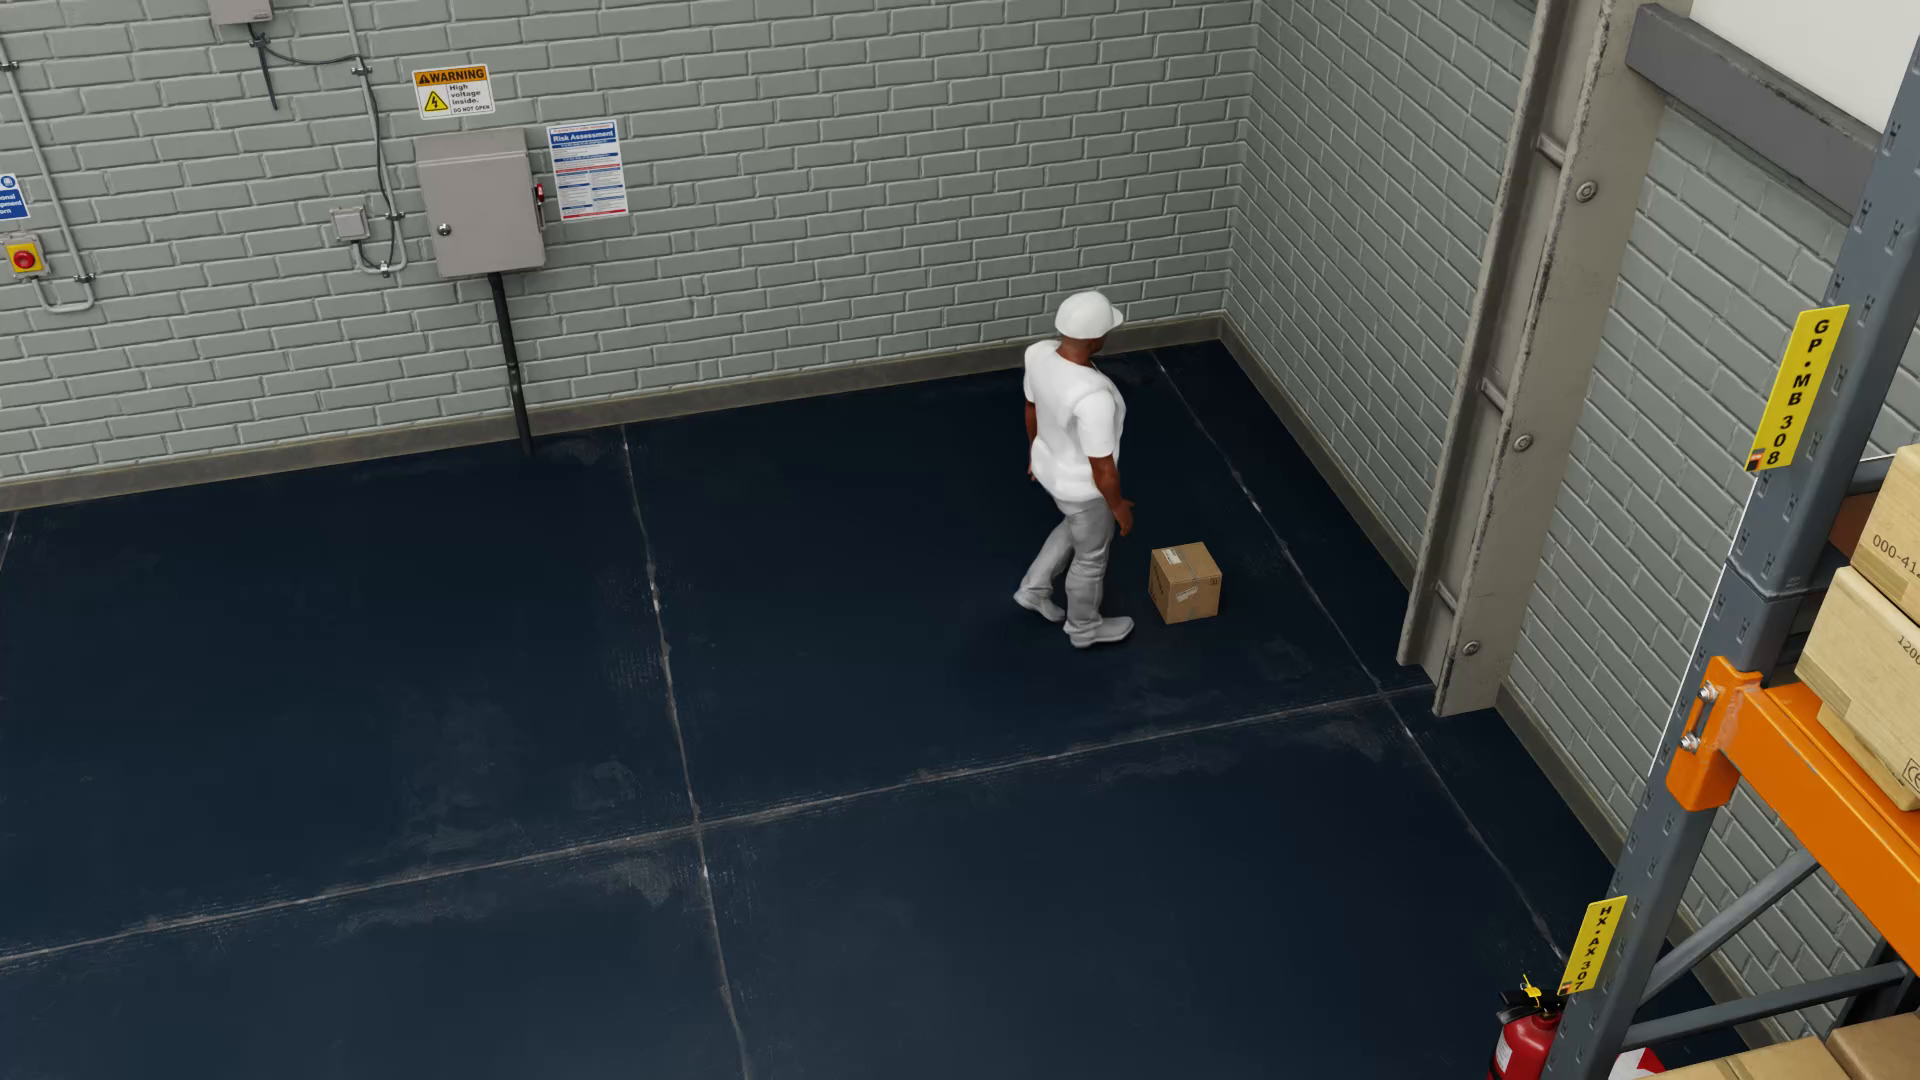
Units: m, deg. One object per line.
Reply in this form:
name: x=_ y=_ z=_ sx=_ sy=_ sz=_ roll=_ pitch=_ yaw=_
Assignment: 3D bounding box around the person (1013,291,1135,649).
person: x=0.519 y=-0.278 z=7.028 sx=0.504 sy=1.767 sz=0.594 roll=-15 pitch=40 yaw=-19
